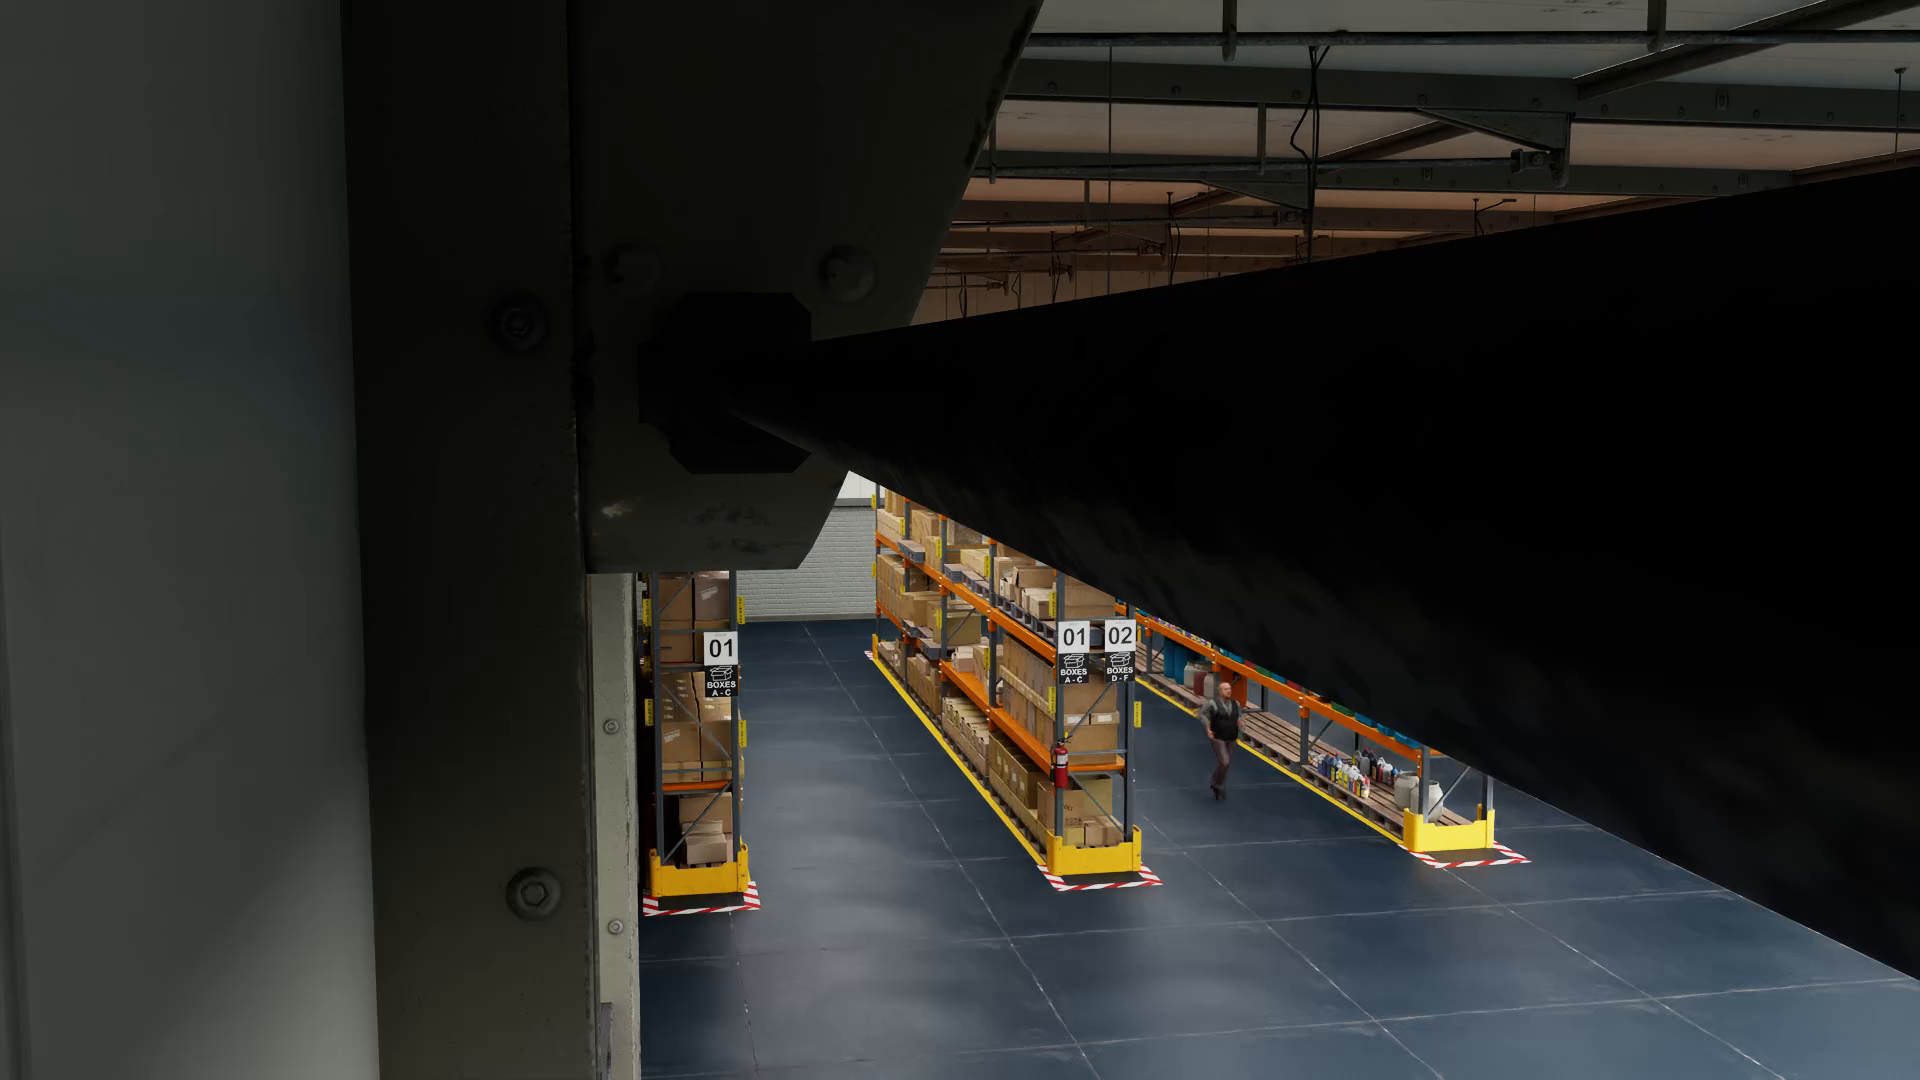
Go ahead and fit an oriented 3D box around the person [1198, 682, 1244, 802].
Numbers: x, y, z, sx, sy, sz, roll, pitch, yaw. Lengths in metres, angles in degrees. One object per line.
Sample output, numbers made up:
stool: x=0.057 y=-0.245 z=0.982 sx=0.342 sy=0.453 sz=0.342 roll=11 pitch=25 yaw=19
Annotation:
person: x=3.892 y=2.973 z=24.515 sx=0.635 sy=1.762 sz=0.751 roll=-3 pitch=6 yaw=-23
